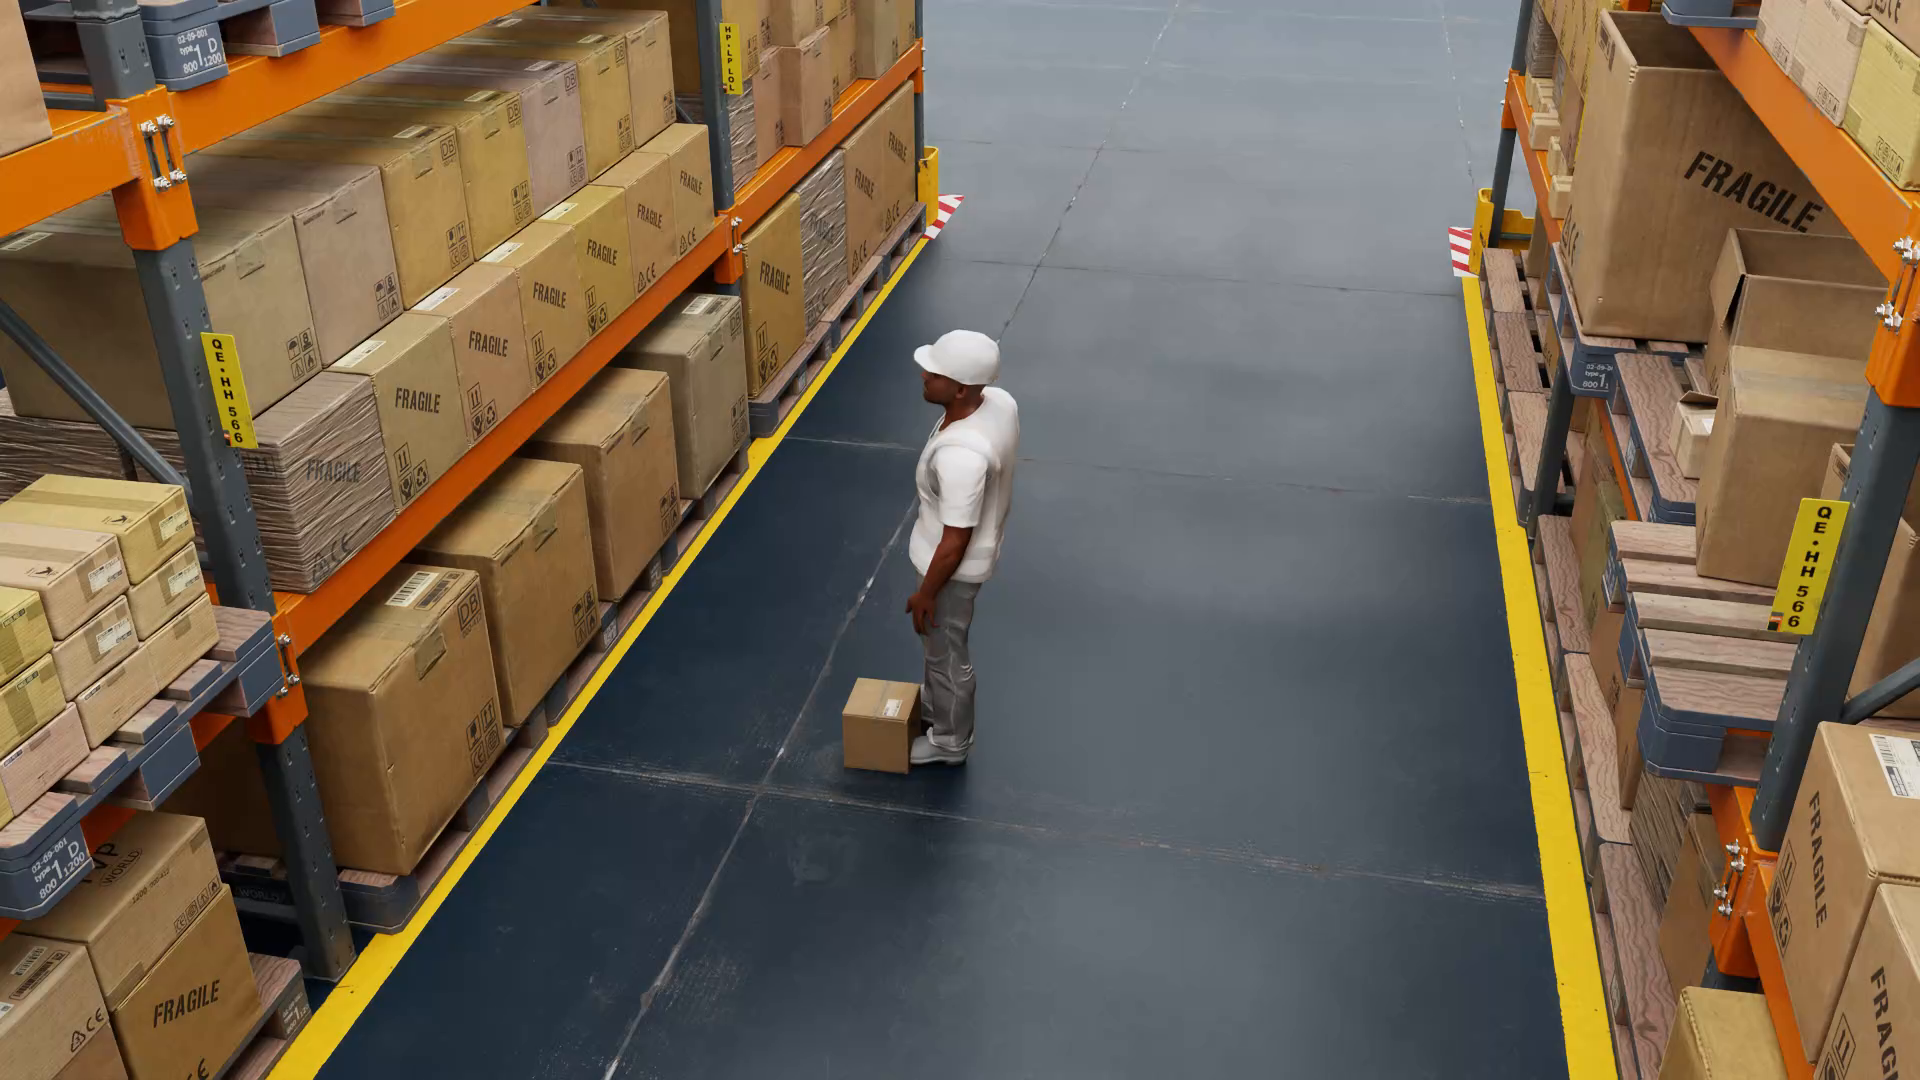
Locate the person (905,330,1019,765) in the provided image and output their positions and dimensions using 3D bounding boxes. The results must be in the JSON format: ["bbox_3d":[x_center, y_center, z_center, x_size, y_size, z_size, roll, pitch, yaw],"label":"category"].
[{"bbox_3d":[-0.095,0.048,6.000,0.577,1.759,0.666,6,29,11],"label":"person"}]
